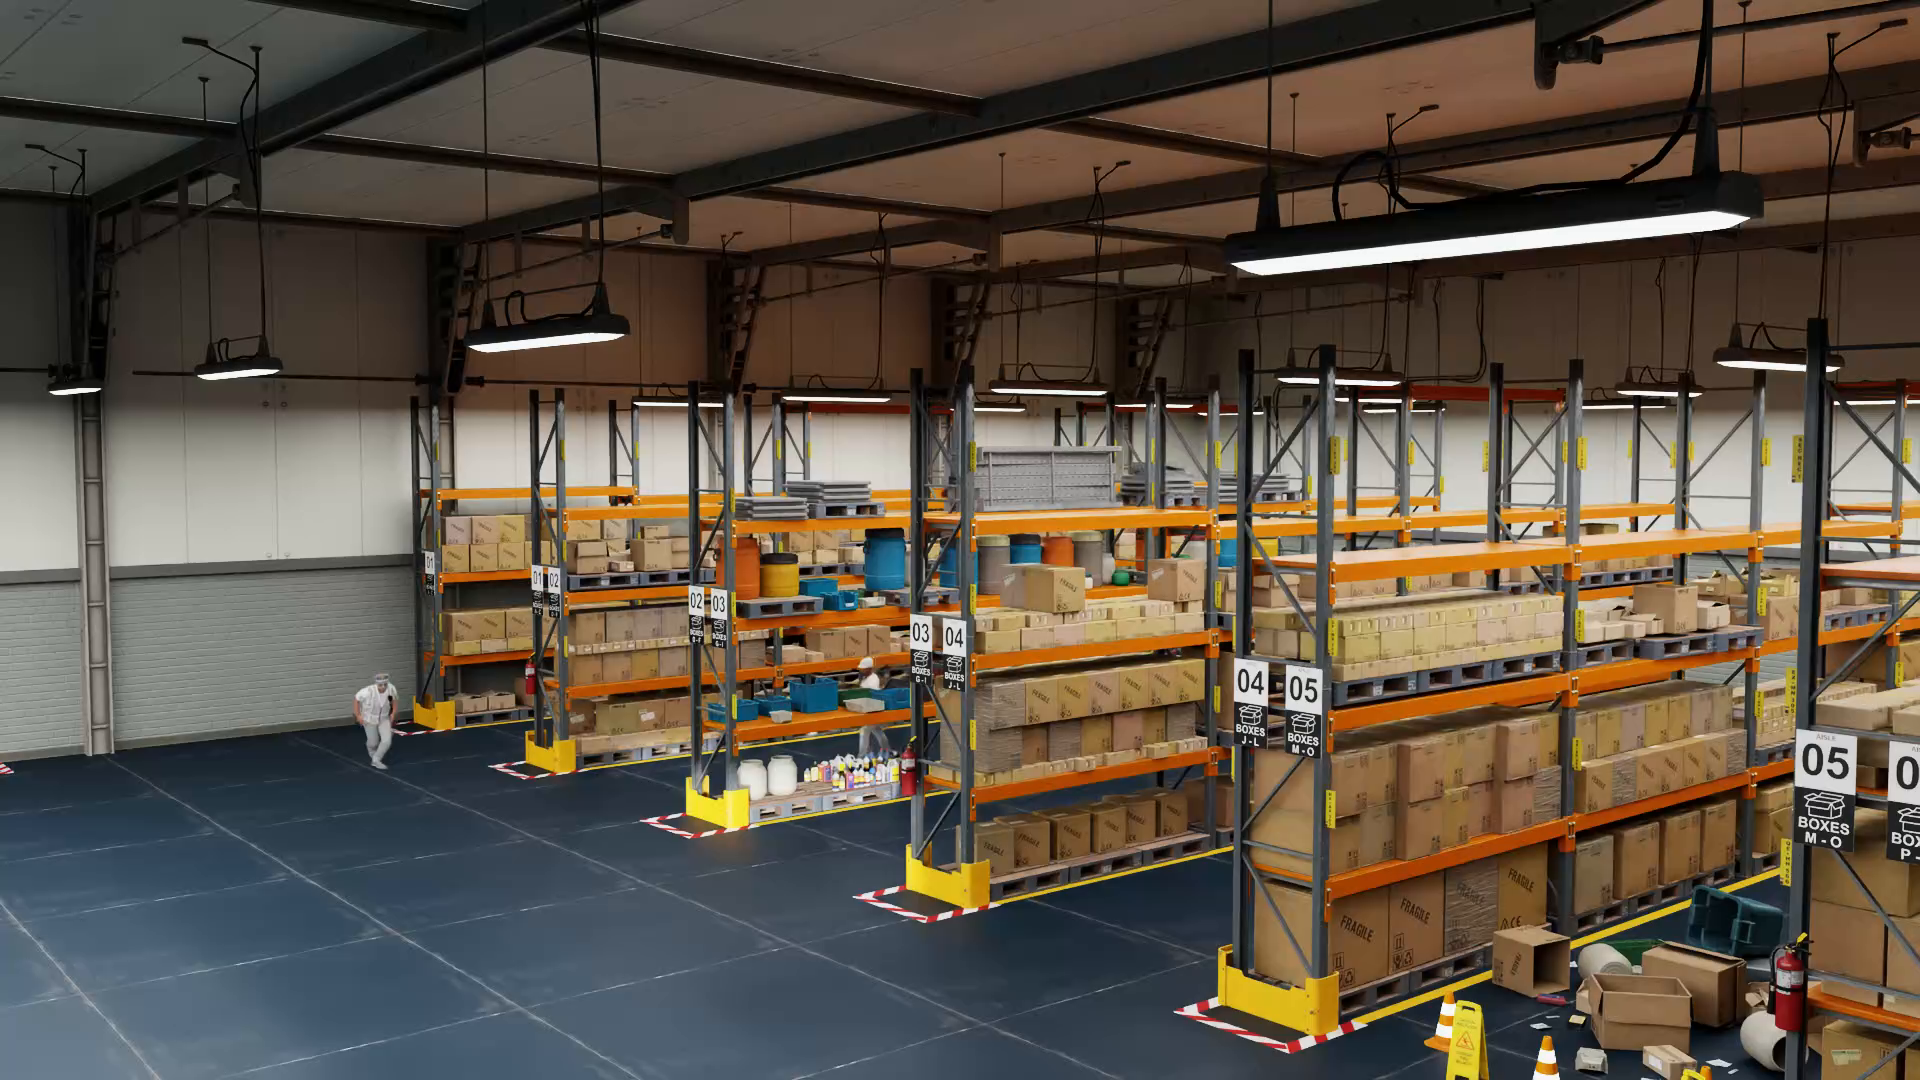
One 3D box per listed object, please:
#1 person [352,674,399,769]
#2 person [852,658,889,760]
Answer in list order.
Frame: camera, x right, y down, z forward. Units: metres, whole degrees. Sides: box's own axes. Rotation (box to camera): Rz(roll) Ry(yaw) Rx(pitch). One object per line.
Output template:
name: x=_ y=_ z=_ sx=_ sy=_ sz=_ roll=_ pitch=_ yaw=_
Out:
person: x=-9.206 y=2.853 z=26.177 sx=0.689 sy=1.558 sz=0.868 roll=-2 pitch=4 yaw=-33
person: x=-1.481 y=2.734 z=26.490 sx=0.820 sy=1.742 sz=0.747 roll=-1 pitch=3 yaw=-11
